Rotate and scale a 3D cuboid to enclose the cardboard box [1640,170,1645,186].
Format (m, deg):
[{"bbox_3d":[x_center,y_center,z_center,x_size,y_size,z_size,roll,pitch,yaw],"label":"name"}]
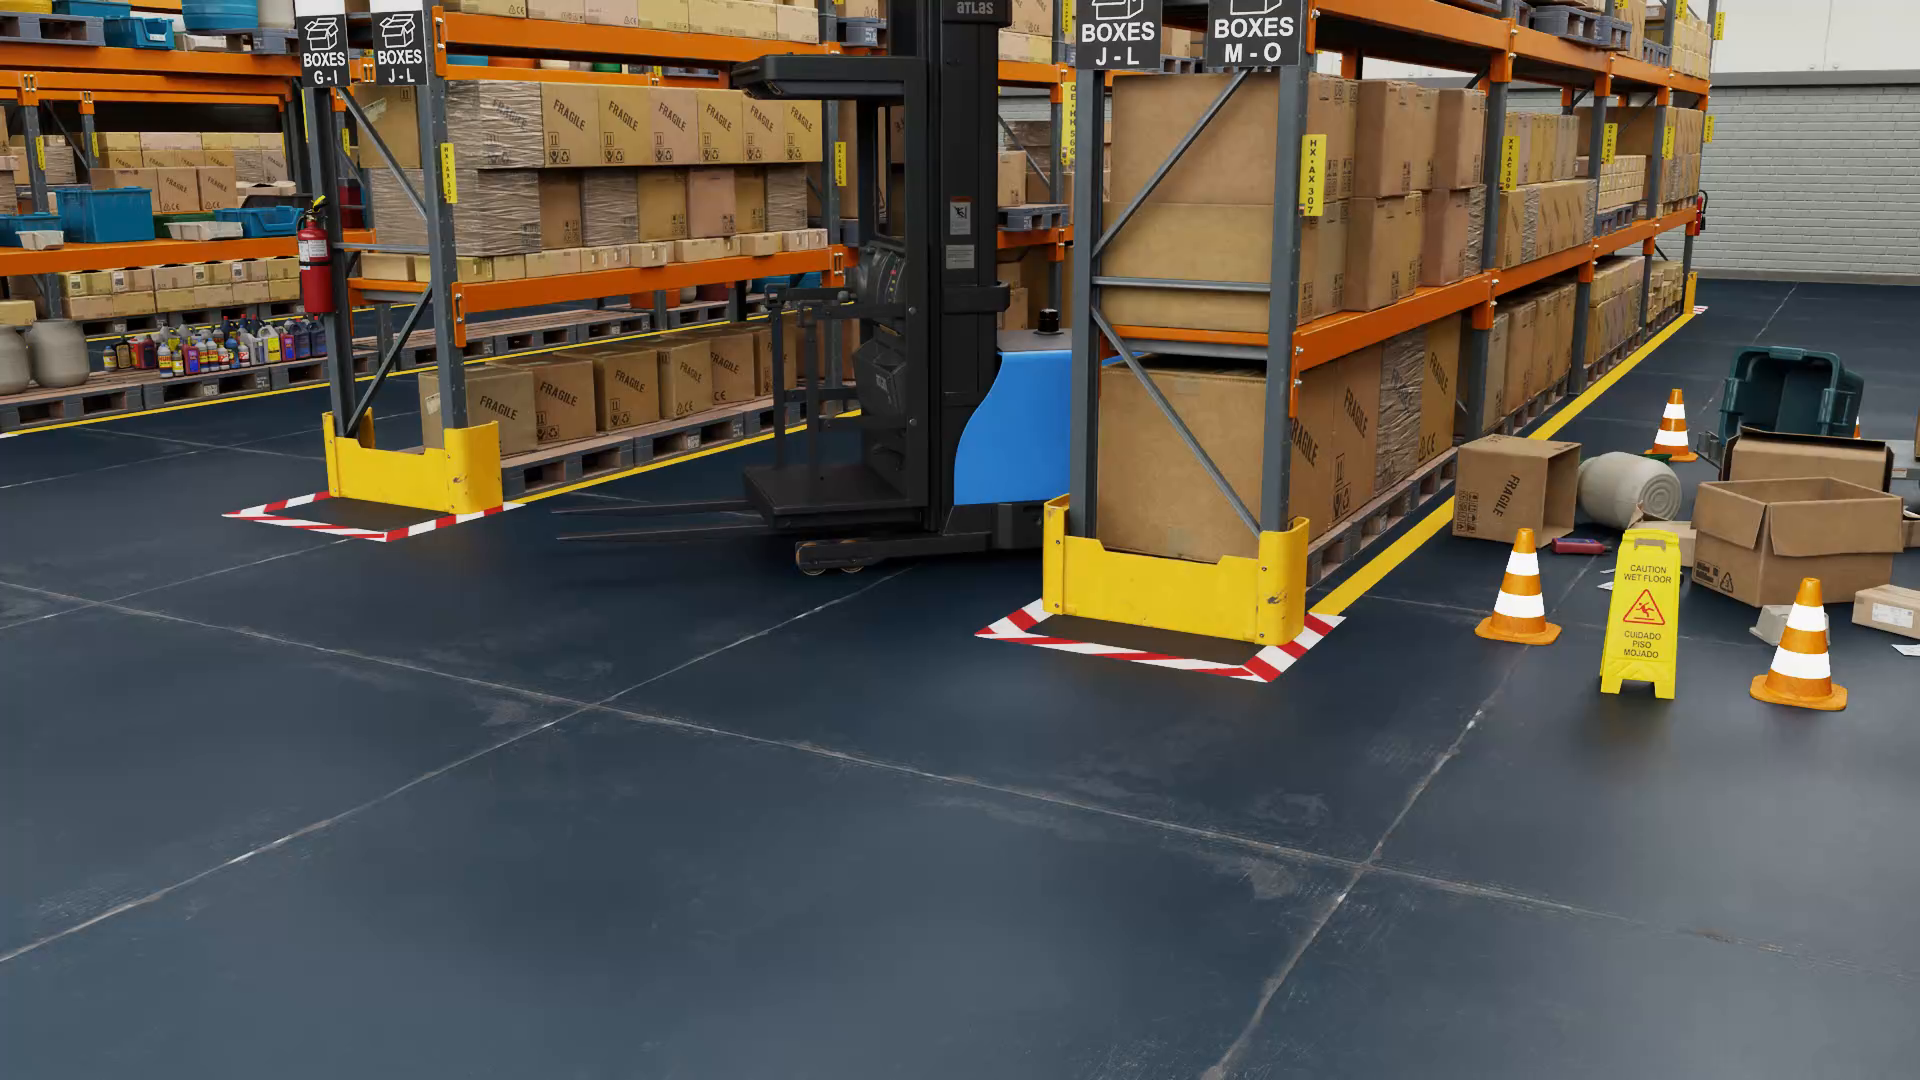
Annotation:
[{"bbox_3d":[6.748,-3.688,16.938,0.380,0.149,0.250,8,16,30],"label":"cardboard box"}]

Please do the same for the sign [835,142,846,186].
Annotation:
[{"bbox_3d":[-0.915,-2.868,12.683,0.100,0.325,0.005,7,15,28],"label":"sign"}]

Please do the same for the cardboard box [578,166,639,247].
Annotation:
[{"bbox_3d":[-2.621,-2.203,10.924,0.875,0.500,0.500,7,15,28],"label":"cardboard box"}]

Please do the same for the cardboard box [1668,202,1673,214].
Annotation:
[{"bbox_3d":[7.785,-3.740,18.684,0.380,0.149,0.250,8,16,30],"label":"cardboard box"}]

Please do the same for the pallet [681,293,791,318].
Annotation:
[{"bbox_3d":[-2.860,-2.949,20.816,1.003,0.211,1.213,7,15,28],"label":"pallet"}]

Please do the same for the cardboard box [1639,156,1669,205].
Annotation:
[{"bbox_3d":[7.227,-3.832,17.680,0.500,0.500,0.500,7,15,27],"label":"cardboard box"}]

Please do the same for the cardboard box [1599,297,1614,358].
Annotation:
[{"bbox_3d":[5.639,-1.954,15.175,0.500,0.500,0.500,8,15,29],"label":"cardboard box"}]

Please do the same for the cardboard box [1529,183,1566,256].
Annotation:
[{"bbox_3d":[4.123,-2.360,12.211,0.500,0.500,0.500,8,16,29],"label":"cardboard box"}]

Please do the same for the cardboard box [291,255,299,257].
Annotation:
[{"bbox_3d":[-8.167,-3.456,20.741,0.500,0.311,0.500,8,16,30],"label":"cardboard box"}]

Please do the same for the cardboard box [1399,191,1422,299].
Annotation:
[{"bbox_3d":[1.953,-1.587,8.897,0.875,0.550,0.500,7,15,28],"label":"cardboard box"}]

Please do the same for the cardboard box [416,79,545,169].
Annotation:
[{"bbox_3d":[-2.823,-2.448,9.805,0.500,0.500,0.500,7,15,28],"label":"cardboard box"}]

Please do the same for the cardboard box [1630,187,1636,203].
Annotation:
[{"bbox_3d":[6.501,-3.440,16.540,0.380,0.149,0.250,7,15,28],"label":"cardboard box"}]

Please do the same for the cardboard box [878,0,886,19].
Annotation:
[{"bbox_3d":[-0.625,-4.498,13.775,0.797,0.503,0.637,8,16,30],"label":"cardboard box"}]

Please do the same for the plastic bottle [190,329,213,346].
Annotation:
[{"bbox_3d":[-6.638,-1.702,14.565,0.152,0.276,0.135,7,15,28],"label":"plastic bottle"}]

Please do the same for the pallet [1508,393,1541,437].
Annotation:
[{"bbox_3d":[3.795,-0.987,12.677,1.003,0.211,1.213,7,15,28],"label":"pallet"}]

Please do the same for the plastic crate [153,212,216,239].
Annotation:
[{"bbox_3d":[-6.632,-2.719,14.363,0.450,0.188,0.662,7,15,28],"label":"plastic crate"}]

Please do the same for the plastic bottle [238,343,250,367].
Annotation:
[{"bbox_3d":[-6.152,-1.591,14.265,0.097,0.201,0.097,0,14,0],"label":"plastic bottle"}]

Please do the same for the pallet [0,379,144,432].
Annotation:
[{"bbox_3d":[-7.270,-1.079,13.059,1.003,0.211,1.213,7,15,28],"label":"pallet"}]

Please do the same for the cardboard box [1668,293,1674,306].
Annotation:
[{"bbox_3d":[8.214,-2.853,19.653,0.380,0.149,0.250,7,15,26],"label":"cardboard box"}]

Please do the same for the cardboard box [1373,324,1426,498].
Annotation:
[{"bbox_3d":[2.102,-0.789,9.544,0.875,0.875,0.875,8,15,28],"label":"cardboard box"}]

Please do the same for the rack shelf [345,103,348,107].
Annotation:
[{"bbox_3d":[-9.567,-7.351,28.259,1.077,0.370,4.000,7,15,28],"label":"rack shelf"}]

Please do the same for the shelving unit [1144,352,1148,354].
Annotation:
[{"bbox_3d":[1.165,-0.829,10.072,0.538,1.125,1.048,4,14,14],"label":"shelving unit"}]

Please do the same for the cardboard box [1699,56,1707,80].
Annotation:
[{"bbox_3d":[8.472,-5.543,19.545,0.500,0.250,0.500,7,15,28],"label":"cardboard box"}]

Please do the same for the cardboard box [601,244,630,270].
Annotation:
[{"bbox_3d":[-2.382,-1.853,10.855,0.380,0.149,0.250,7,15,28],"label":"cardboard box"}]

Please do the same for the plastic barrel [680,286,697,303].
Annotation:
[{"bbox_3d":[-3.379,-3.112,19.954,0.421,0.512,0.421,0,14,0],"label":"plastic barrel"}]

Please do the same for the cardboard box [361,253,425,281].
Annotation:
[{"bbox_3d":[-3.370,-1.646,9.998,0.380,0.149,0.250,7,15,28],"label":"cardboard box"}]

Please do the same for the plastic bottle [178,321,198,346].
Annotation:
[{"bbox_3d":[-6.779,-1.750,14.605,0.144,0.351,0.185,7,15,28],"label":"plastic bottle"}]

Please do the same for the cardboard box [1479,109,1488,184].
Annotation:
[{"bbox_3d":[3.135,-2.562,10.912,0.700,0.500,0.500,7,15,27],"label":"cardboard box"}]

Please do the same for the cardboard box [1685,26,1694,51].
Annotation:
[{"bbox_3d":[7.710,-5.469,18.171,0.500,0.250,0.500,8,16,29],"label":"cardboard box"}]

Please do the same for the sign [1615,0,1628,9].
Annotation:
[{"bbox_3d":[5.315,-4.429,13.330,0.100,0.325,0.005,7,15,28],"label":"sign"}]

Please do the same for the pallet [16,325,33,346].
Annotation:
[{"bbox_3d":[-10.485,-2.116,17.361,1.003,0.211,1.213,7,15,28],"label":"pallet"}]

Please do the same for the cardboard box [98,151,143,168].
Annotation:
[{"bbox_3d":[-12.009,-5.285,23.664,0.500,0.500,0.500,8,16,30],"label":"cardboard box"}]

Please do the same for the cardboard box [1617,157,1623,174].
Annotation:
[{"bbox_3d":[5.984,-3.510,15.562,0.380,0.149,0.250,7,15,27],"label":"cardboard box"}]

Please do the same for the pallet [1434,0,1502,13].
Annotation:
[{"bbox_3d":[2.495,-3.173,9.583,1.003,0.211,1.213,7,15,28],"label":"pallet"}]

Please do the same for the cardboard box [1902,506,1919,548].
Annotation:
[{"bbox_3d":[5.009,-0.131,9.011,0.258,0.266,0.396,-3,14,-11],"label":"cardboard box"}]

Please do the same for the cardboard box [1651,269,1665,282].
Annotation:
[{"bbox_3d":[7.893,-3.038,19.153,0.380,0.149,0.250,7,15,28],"label":"cardboard box"}]

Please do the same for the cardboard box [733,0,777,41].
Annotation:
[{"bbox_3d":[-1.647,-3.663,11.748,0.500,0.250,0.500,8,16,29],"label":"cardboard box"}]

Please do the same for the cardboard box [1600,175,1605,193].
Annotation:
[{"bbox_3d":[5.498,-3.159,14.743,0.380,0.149,0.250,7,15,26],"label":"cardboard box"}]

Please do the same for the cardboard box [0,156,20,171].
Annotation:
[{"bbox_3d":[-10.007,-3.914,17.272,0.380,0.149,0.250,7,15,28],"label":"cardboard box"}]

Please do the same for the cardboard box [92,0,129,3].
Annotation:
[{"bbox_3d":[-9.476,-5.826,18.222,0.500,0.500,0.500,9,16,33],"label":"cardboard box"}]

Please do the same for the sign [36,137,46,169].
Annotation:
[{"bbox_3d":[-9.577,-4.027,17.321,0.100,0.325,0.005,7,15,28],"label":"sign"}]

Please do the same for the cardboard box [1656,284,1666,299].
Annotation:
[{"bbox_3d":[7.816,-2.836,18.950,0.380,0.149,0.250,7,15,28],"label":"cardboard box"}]

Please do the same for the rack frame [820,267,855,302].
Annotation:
[{"bbox_3d":[-1.862,-4.710,22.168,1.000,3.000,0.127,7,15,28],"label":"rack frame"}]

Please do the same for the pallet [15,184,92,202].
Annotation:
[{"bbox_3d":[-12.719,-4.760,22.786,1.213,0.211,1.003,7,15,28],"label":"pallet"}]

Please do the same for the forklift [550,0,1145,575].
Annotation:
[{"bbox_3d":[-0.602,-1.385,8.526,3.031,2.935,1.130,-4,14,-15],"label":"forklift"}]

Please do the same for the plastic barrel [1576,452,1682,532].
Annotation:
[{"bbox_3d":[3.694,-0.265,9.231,0.421,0.421,0.512,-5,14,-20],"label":"plastic barrel"}]

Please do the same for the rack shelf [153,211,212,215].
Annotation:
[{"bbox_3d":[-9.097,-3.691,19.478,1.077,0.370,4.000,7,15,28],"label":"rack shelf"}]

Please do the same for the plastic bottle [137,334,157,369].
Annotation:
[{"bbox_3d":[-6.919,-1.604,14.144,0.061,0.283,0.133,7,15,28],"label":"plastic bottle"}]

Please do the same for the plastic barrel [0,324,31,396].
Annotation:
[{"bbox_3d":[-7.412,-1.386,12.795,0.421,0.512,0.421,0,14,0],"label":"plastic barrel"}]

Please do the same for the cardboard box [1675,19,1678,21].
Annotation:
[{"bbox_3d":[7.281,-5.472,17.334,0.380,0.149,0.250,7,15,26],"label":"cardboard box"}]

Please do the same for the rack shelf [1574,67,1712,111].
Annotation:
[{"bbox_3d":[7.734,-5.085,18.859,1.077,0.370,4.000,7,15,28],"label":"rack shelf"}]

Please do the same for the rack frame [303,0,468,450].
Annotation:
[{"bbox_3d":[-3.327,-1.686,9.629,1.000,3.000,0.127,7,15,28],"label":"rack frame"}]

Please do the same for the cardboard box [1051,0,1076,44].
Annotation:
[{"bbox_3d":[0.772,-5.174,16.577,0.797,0.503,0.637,8,16,31],"label":"cardboard box"}]

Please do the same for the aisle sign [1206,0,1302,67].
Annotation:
[{"bbox_3d":[1.194,-2.319,6.706,0.394,0.787,0.004,7,15,28],"label":"aisle sign"}]
